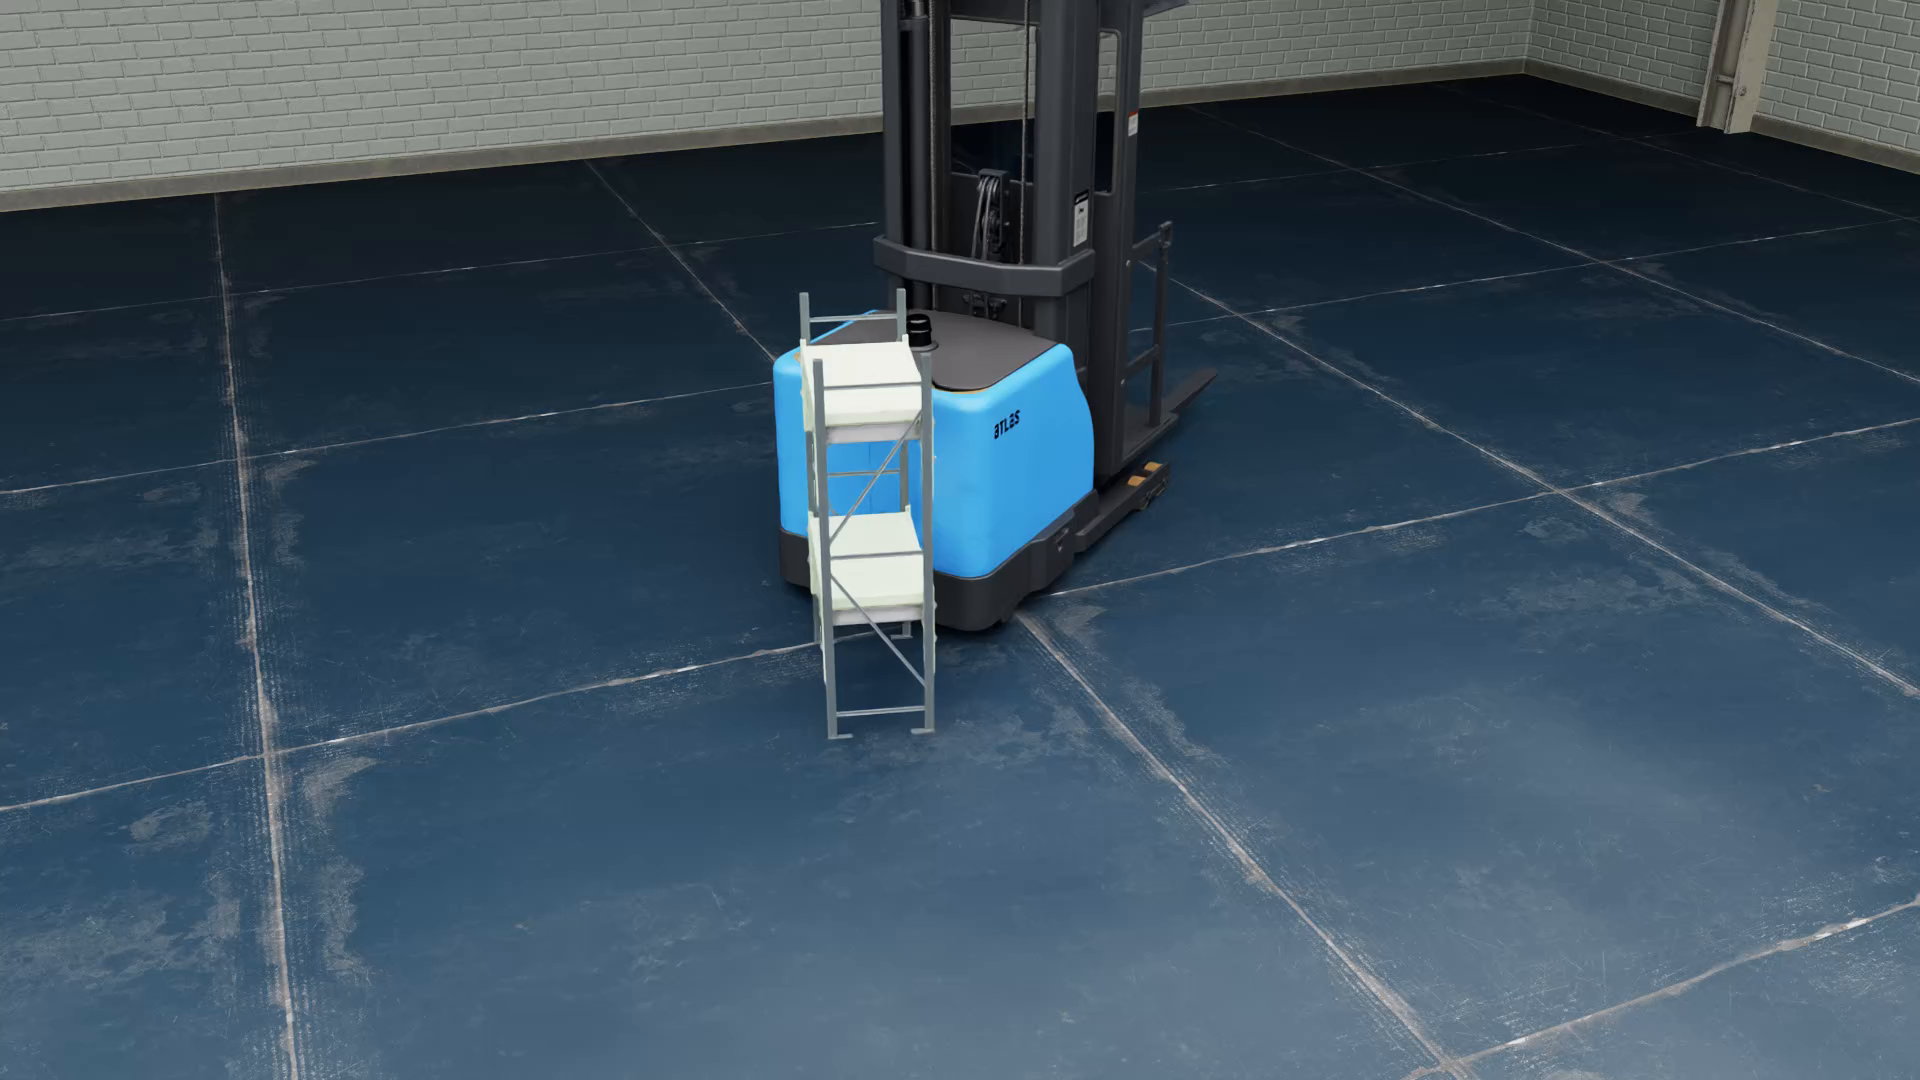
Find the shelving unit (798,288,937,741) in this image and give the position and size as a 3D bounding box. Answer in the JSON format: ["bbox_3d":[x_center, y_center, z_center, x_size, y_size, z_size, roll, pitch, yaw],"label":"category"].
[{"bbox_3d":[-0.349,-0.101,6.247,0.431,1.500,0.755,-4,26,-8],"label":"shelving unit"}]

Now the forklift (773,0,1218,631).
[{"bbox_3d":[0.382,-1.552,7.587,1.130,2.935,3.031,14,29,27],"label":"forklift"}]

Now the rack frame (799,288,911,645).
[{"bbox_3d":[-0.403,-0.259,6.572,0.400,1.500,0.023,-4,26,-8],"label":"rack frame"}]

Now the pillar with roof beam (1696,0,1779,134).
[{"bbox_3d":[3.262,-7.199,12.239,9.100,9.000,0.400,-11,28,-21],"label":"pillar with roof beam"}]

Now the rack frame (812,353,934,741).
[{"bbox_3d":[-0.296,0.058,5.921,0.400,1.500,0.023,-4,26,-8],"label":"rack frame"}]

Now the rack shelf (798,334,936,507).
[{"bbox_3d":[-0.349,-0.451,6.075,0.431,0.370,0.720,-4,26,-8],"label":"rack shelf"}]

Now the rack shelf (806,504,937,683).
[{"bbox_3d":[-0.349,0.192,6.390,0.431,0.370,0.720,-4,26,-8],"label":"rack shelf"}]
